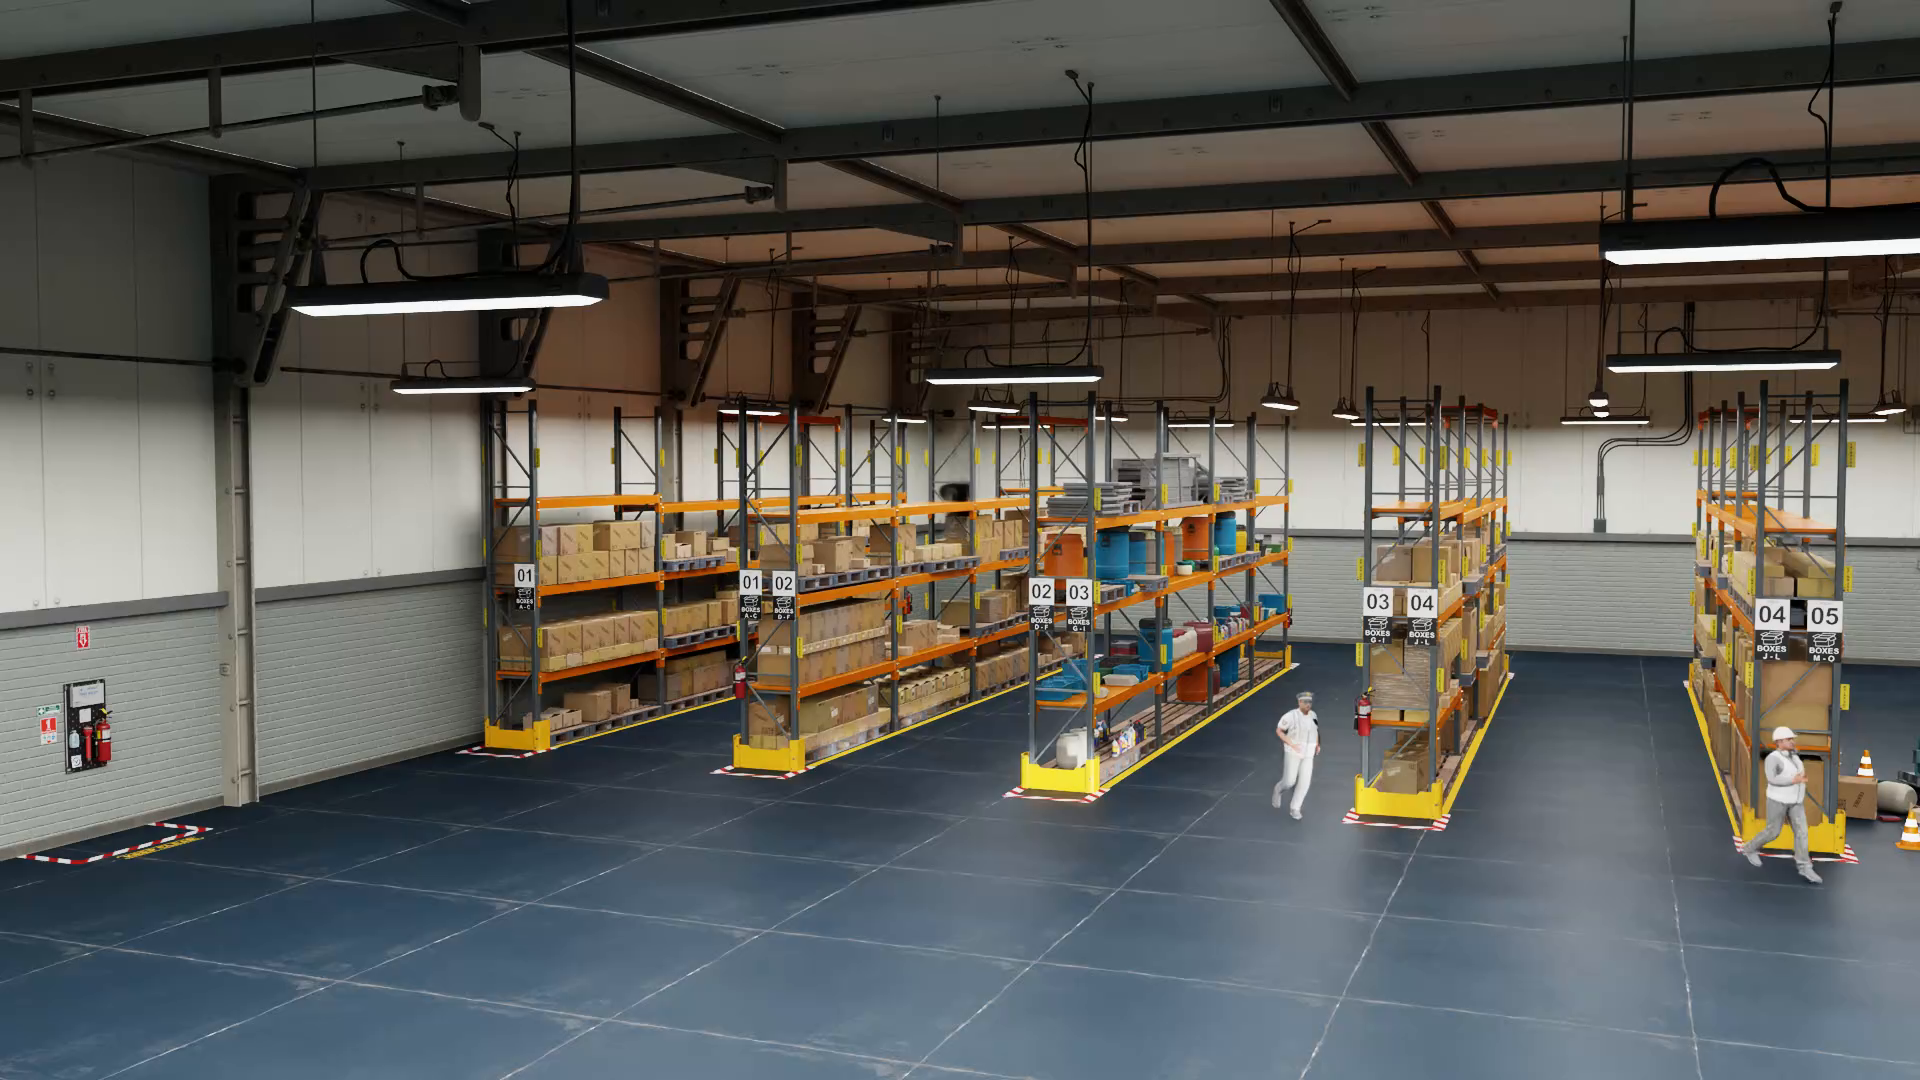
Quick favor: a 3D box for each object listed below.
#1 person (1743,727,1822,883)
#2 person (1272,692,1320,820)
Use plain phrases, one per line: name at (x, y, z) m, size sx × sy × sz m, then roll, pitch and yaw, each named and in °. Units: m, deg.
person at (9.841, 3.118, 19.872) m, size 0.628 × 1.782 × 0.945 m, roll -1°, pitch 3°, yaw -25°
person at (4.759, 2.990, 23.382) m, size 0.706 × 1.752 × 0.773 m, roll -1°, pitch 3°, yaw -16°
